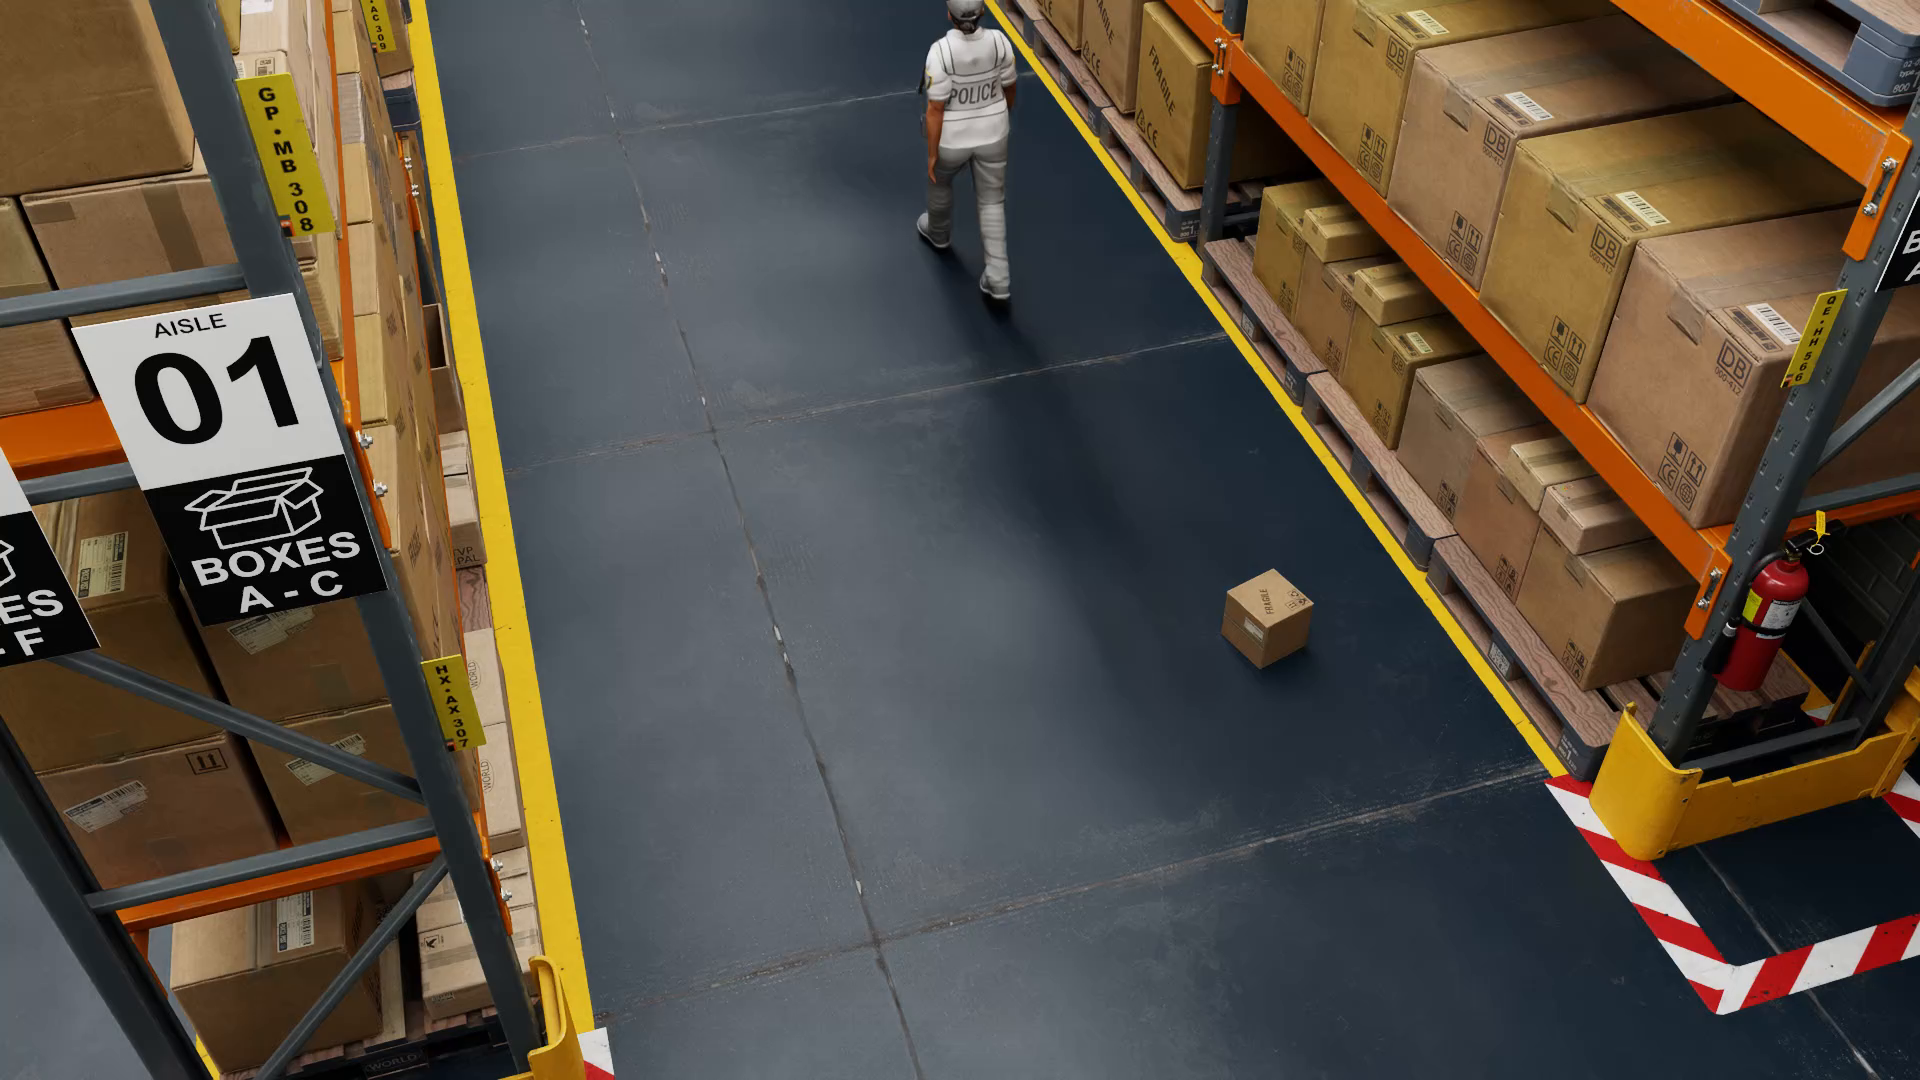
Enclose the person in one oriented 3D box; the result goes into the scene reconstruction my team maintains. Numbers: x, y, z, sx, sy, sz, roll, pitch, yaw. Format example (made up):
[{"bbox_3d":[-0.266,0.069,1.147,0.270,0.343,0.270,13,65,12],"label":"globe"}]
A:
[{"bbox_3d":[0.043,-2.069,8.414,0.497,1.613,0.990,-10,43,-10],"label":"person"}]
